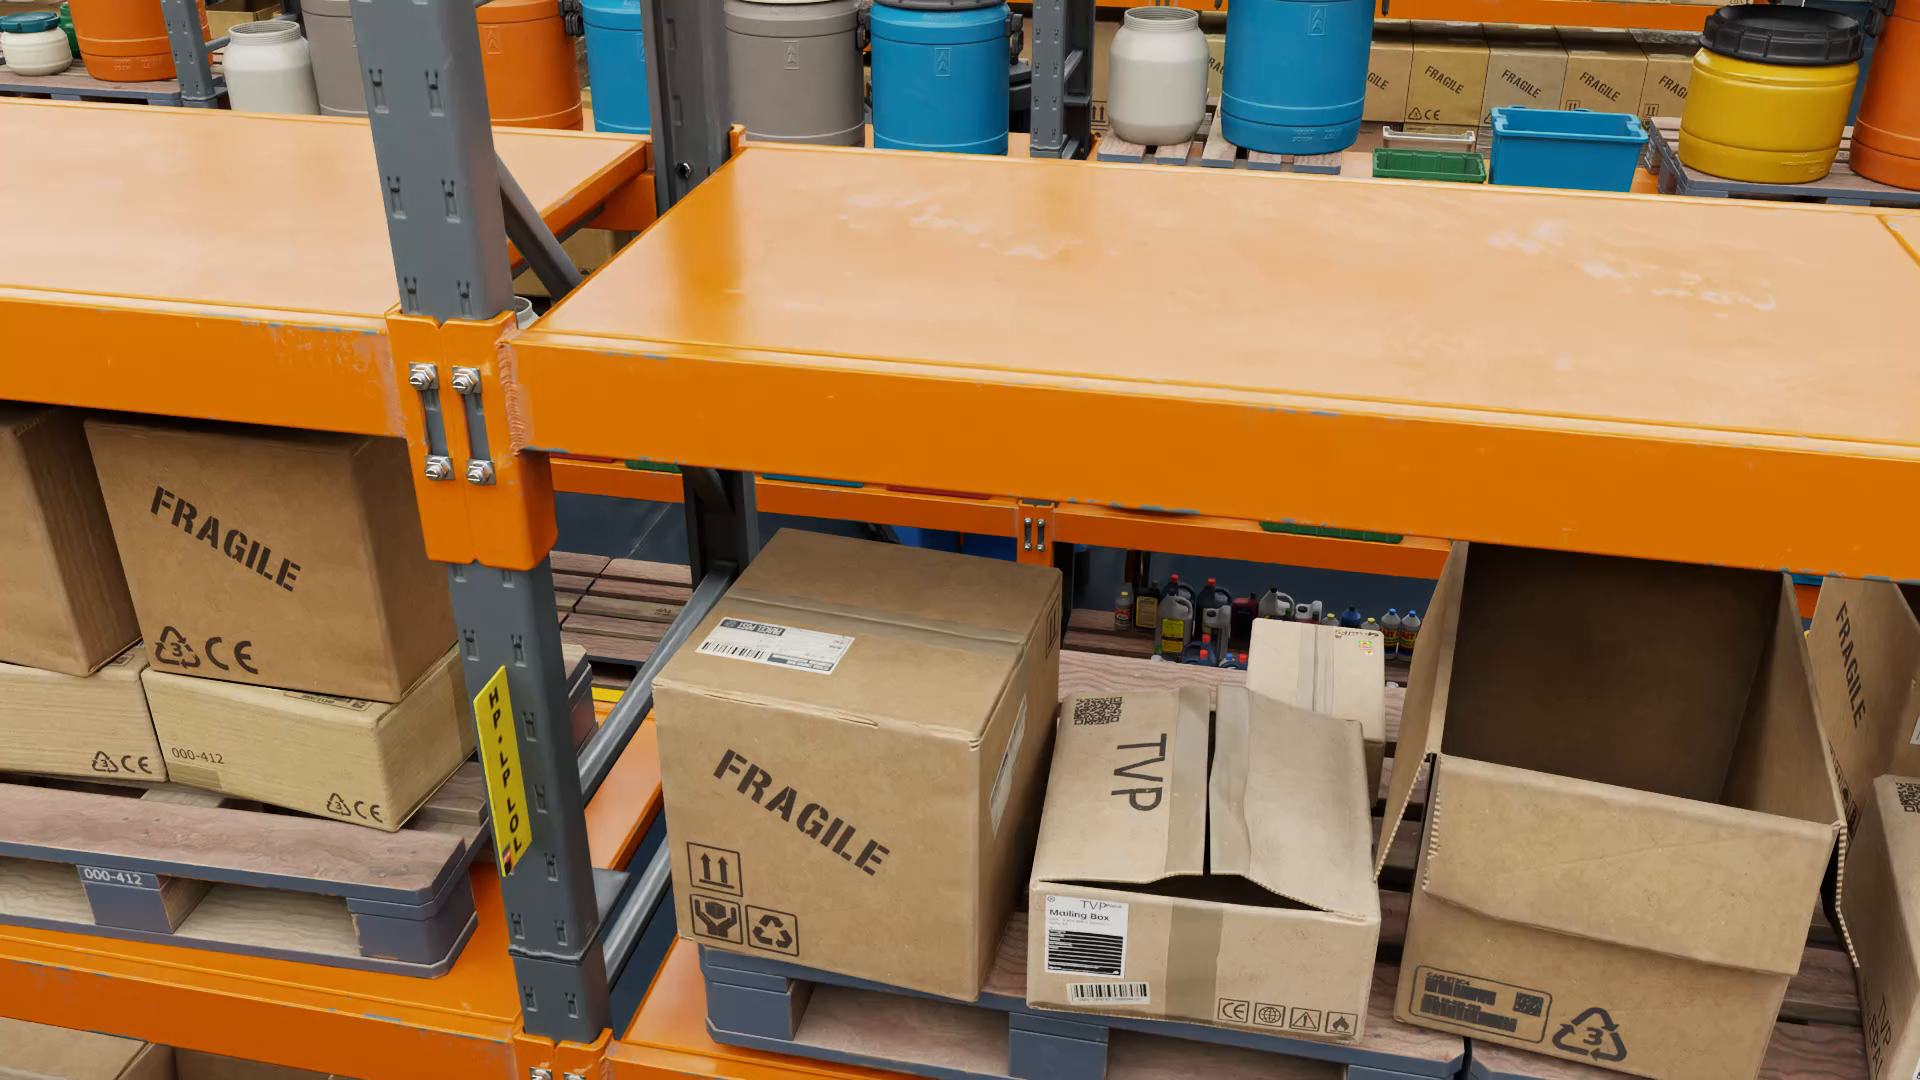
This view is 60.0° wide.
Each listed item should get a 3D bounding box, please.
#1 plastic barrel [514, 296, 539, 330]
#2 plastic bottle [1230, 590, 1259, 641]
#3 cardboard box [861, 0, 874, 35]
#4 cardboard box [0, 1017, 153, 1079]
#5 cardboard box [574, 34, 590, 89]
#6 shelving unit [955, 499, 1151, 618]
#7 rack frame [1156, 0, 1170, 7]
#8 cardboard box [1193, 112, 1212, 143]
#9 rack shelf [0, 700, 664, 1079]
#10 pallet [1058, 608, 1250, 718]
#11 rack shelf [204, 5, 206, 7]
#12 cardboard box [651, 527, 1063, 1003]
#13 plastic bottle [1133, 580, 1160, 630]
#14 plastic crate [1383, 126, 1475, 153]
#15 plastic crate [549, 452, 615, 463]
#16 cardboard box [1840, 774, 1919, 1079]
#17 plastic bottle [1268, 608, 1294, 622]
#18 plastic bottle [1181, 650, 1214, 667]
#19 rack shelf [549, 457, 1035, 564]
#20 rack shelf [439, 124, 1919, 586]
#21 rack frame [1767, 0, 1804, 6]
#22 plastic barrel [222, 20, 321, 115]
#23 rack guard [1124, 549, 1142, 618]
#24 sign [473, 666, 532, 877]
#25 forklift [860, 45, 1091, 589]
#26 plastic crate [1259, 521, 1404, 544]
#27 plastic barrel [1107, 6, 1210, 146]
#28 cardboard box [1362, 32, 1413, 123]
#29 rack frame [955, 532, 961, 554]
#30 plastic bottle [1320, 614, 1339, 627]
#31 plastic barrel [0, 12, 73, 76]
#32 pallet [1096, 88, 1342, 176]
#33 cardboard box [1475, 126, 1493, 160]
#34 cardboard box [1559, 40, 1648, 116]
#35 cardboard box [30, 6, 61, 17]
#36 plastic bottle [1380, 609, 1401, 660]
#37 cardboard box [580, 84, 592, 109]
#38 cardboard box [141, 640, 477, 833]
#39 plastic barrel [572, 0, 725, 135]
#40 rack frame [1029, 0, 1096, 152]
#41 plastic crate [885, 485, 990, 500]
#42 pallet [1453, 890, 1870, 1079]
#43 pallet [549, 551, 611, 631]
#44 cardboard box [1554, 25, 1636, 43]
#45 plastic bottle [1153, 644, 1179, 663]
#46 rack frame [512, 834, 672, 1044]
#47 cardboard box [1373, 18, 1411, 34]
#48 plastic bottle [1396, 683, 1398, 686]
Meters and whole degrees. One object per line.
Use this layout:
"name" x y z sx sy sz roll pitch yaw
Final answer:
"plastic barrel" -2.403 -0.999 8.835 0.421 0.512 0.421 0 29 0
"plastic bottle" 1.504 0.392 8.781 0.133 0.283 0.061 8 30 14
"cardboard box" -0.902 -5.470 17.014 0.500 0.500 0.500 6 29 11
"cardboard box" -2.333 1.542 4.205 0.500 0.500 0.500 6 29 11
"cardboard box" -3.131 -3.844 12.999 0.637 0.503 0.797 7 29 12
"shelving unit" 0.504 -0.315 8.997 1.083 1.500 0.587 2 27 0
"rack frame" 1.492 -2.878 12.383 0.127 3.000 1.000 6 29 11
"cardboard box" 1.920 -2.978 12.152 0.500 0.500 0.875 6 29 11
"rack shelf" -2.536 0.573 3.705 4.000 0.370 1.077 6 29 11
"pallet" 1.106 0.758 8.645 1.213 0.211 1.003 6 29 11
"rack shelf" -7.152 -5.884 18.624 4.000 0.370 1.077 6 29 11
"cardboard box" -0.142 0.343 2.689 0.500 0.500 0.500 8 30 15
"plastic bottle" 0.998 0.340 8.876 0.133 0.283 0.061 7 30 13
"plastic crate" 2.112 -1.781 7.530 0.396 0.136 0.243 6 29 11
"plastic crate" -1.937 -0.675 8.293 0.583 0.464 0.402 6 29 11
"cardboard box" 1.607 0.605 2.407 0.500 0.311 0.500 9 30 17
"plastic bottle" 1.655 0.478 8.624 0.133 0.283 0.061 6 29 11
"plastic bottle" 1.161 0.693 8.161 0.185 0.351 0.144 7 29 12
"rack shelf" -1.498 -0.437 8.674 4.000 0.370 1.077 6 29 11
"rack shelf" 1.376 -0.166 2.348 4.000 0.370 1.077 6 29 11
"rack frame" 5.404 -2.477 11.651 0.127 3.000 1.000 6 29 11
"plastic barrel" -3.214 -2.143 7.800 0.421 0.512 0.421 0 29 0
"rack guard" 0.982 0.263 9.274 0.087 0.250 0.587 2 27 0
"sign" -0.684 0.349 2.499 0.005 0.325 0.100 6 29 11
"forklift" -0.198 -1.569 10.064 1.130 2.935 3.031 -9 30 -16
"plastic crate" 1.727 -0.190 7.695 0.662 0.188 0.450 6 29 11
"plastic barrel" 0.838 -1.965 7.039 0.421 0.512 0.421 0 29 0
"cardboard box" 2.858 -3.227 11.565 0.500 0.500 0.500 6 29 11
"rack frame" 0.005 -0.334 9.000 0.032 1.500 0.500 2 27 0
"plastic bottle" 1.931 0.481 8.705 0.097 0.201 0.097 0 29 0
"plastic barrel" -4.533 -2.431 8.150 0.301 0.262 0.301 0 29 0
"pallet" 1.184 -1.758 7.411 1.003 0.211 1.213 6 29 11
"cardboard box" 3.878 -2.783 11.797 0.500 0.500 0.875 6 29 11
"cardboard box" 4.325 -3.076 11.290 0.500 0.500 0.500 6 29 11
"cardboard box" -7.326 -4.047 13.583 0.500 0.500 0.500 6 29 11
"plastic bottle" 2.229 0.480 8.632 0.097 0.271 0.097 0 29 0
"cardboard box" -2.954 -3.256 12.970 0.500 0.500 0.500 7 29 12
"cardboard box" -1.180 0.273 3.222 0.500 0.250 0.500 9 30 16
"plastic barrel" -1.364 -2.168 7.440 0.708 0.901 0.600 6 29 11
"rack frame" 0.458 -3.183 6.694 0.127 3.000 1.000 6 29 11
"plastic crate" -0.079 -0.485 7.945 0.583 0.464 0.402 6 29 11
"pallet" 1.449 0.694 2.828 1.213 0.211 1.003 6 29 11
"pallet" -2.704 0.366 9.362 1.213 0.211 1.003 6 29 11
"cardboard box" 4.436 -3.326 11.747 0.500 0.500 0.500 6 29 11
"plastic bottle" 1.022 0.654 8.303 0.133 0.283 0.061 6 29 11
"rack frame" -0.580 1.774 3.886 0.127 3.000 1.000 6 29 11
"cardboard box" 2.968 -3.475 12.018 0.500 0.500 0.500 6 29 11
"plastic bottle" 2.114 0.793 8.134 0.097 0.201 0.097 0 29 0
